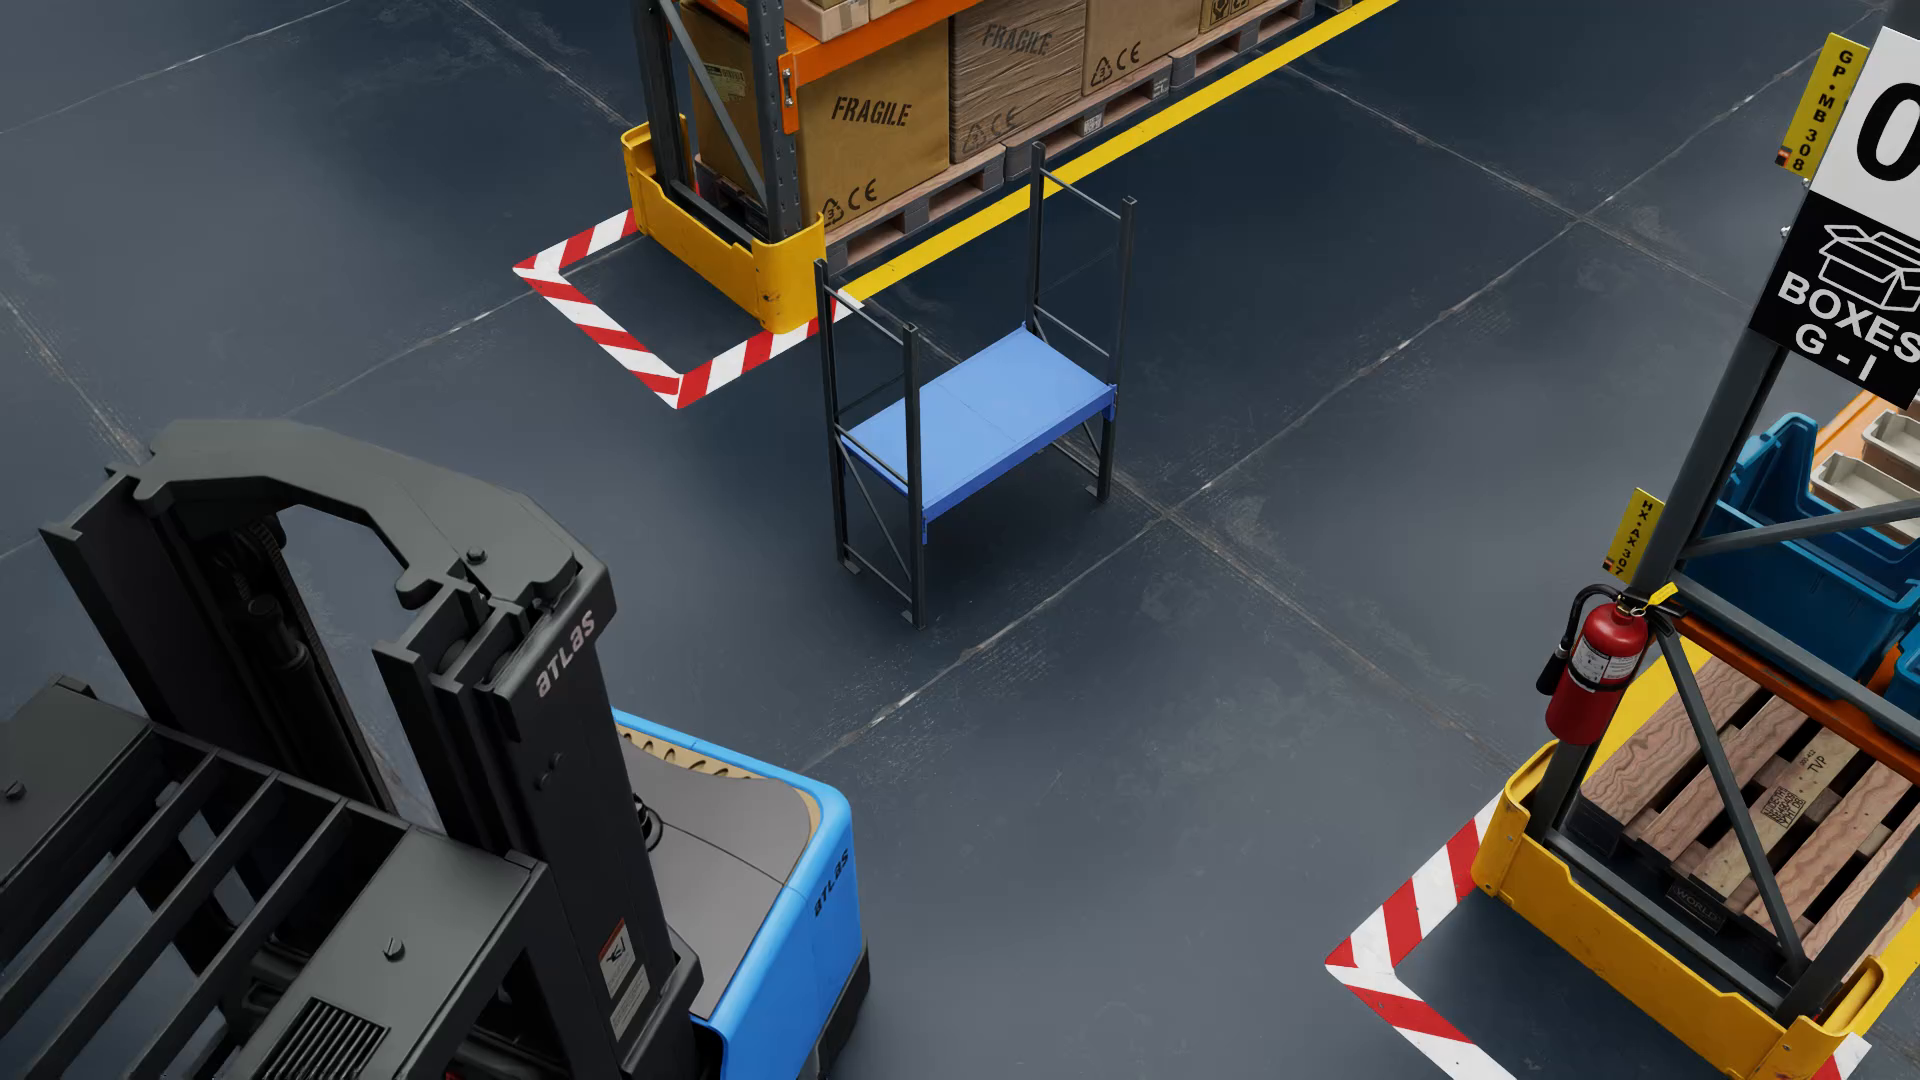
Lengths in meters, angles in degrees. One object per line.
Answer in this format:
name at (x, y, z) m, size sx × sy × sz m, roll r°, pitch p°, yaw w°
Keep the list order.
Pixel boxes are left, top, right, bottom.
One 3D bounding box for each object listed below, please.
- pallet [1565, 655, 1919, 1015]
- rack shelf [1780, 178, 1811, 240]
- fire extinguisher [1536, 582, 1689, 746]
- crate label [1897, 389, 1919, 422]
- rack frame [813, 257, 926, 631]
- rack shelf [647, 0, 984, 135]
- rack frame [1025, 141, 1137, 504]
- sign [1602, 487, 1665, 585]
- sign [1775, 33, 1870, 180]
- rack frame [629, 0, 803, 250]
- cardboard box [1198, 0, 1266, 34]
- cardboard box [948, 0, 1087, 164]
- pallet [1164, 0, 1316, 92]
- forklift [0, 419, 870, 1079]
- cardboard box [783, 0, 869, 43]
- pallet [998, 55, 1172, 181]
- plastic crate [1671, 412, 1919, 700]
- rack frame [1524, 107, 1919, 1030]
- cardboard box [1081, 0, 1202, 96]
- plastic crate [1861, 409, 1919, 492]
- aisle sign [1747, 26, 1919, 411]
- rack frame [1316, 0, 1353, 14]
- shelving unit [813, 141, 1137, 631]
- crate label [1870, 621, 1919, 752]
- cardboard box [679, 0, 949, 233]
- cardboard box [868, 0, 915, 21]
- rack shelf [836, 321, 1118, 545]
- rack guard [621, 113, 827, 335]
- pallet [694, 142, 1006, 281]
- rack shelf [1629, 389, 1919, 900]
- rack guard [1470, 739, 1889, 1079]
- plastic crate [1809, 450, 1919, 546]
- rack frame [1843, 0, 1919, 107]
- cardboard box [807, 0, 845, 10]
pallet at (2.886, 0.900, 5.776) m, size 1.213 × 0.211 × 1.003 m, roll -34°, pitch 56°, yaw -27°
rack shelf at (3.729, -1.421, 4.469) m, size 4.000 × 0.370 × 1.077 m, roll -34°, pitch 56°, yaw -27°
fire extinguisher at (1.832, 0.321, 4.719) m, size 0.183 × 0.674 × 0.296 m, roll -34°, pitch 56°, yaw -27°
crate label at (3.145, -0.378, 5.197) m, size 0.243 × 0.136 × 0.396 m, roll -34°, pitch 56°, yaw -27°
rack frame at (-0.313, -0.299, 6.006) m, size 0.032 × 1.500 × 0.500 m, roll -34°, pitch 56°, yaw -27°
rack shelf at (0.397, -3.097, 8.057) m, size 4.000 × 0.370 × 1.077 m, roll -34°, pitch 56°, yaw -27°
rack frame at (0.439, -0.802, 6.470) m, size 0.032 × 1.500 × 0.500 m, roll -34°, pitch 56°, yaw -27°
sign at (1.868, -0.006, 4.603) m, size 0.005 × 0.325 × 0.100 m, roll -34°, pitch 56°, yaw -27°
sign at (1.868, -0.932, 3.599) m, size 0.005 × 0.325 × 0.100 m, roll -34°, pitch 56°, yaw -27°
rack frame at (-1.082, -2.353, 6.880) m, size 0.127 × 3.000 × 1.000 m, roll -34°, pitch 56°, yaw -27°
cardboard box at (1.335, -3.469, 9.070) m, size 0.875 × 0.875 × 0.875 m, roll -34°, pitch 56°, yaw -27°
cardboard box at (0.011, -2.584, 8.254) m, size 0.875 × 0.875 × 0.875 m, roll -34°, pitch 56°, yaw -27°
pallet at (1.262, -3.051, 9.422) m, size 1.213 × 0.211 × 1.003 m, roll -34°, pitch 56°, yaw -27°
forklift at (-1.324, 1.305, 3.551) m, size 1.130 × 2.935 × 3.031 m, roll 17°, pitch 50°, yaw 15°
cardboard box at (-0.598, -2.263, 6.968) m, size 0.250 × 0.149 × 0.380 m, roll -33°, pitch 55°, yaw -27°
pallet at (0.359, -2.445, 8.862) m, size 1.213 × 0.211 × 1.003 m, roll -34°, pitch 56°, yaw -27°
plastic crate at (2.372, 0.041, 4.606) m, size 0.499 × 0.435 × 0.616 m, roll -34°, pitch 56°, yaw -27°
rack frame at (2.250, 0.341, 4.395) m, size 0.127 × 3.000 × 1.000 m, roll -34°, pitch 56°, yaw -27°
cardboard box at (0.669, -3.024, 8.660) m, size 0.875 × 0.875 × 0.875 m, roll -34°, pitch 56°, yaw -27°
plastic crate at (2.955, -0.227, 5.057) m, size 0.243 × 0.136 × 0.396 m, roll -34°, pitch 56°, yaw -27°
aisle sign at (1.999, -0.665, 3.553) m, size 0.004 × 0.787 × 0.394 m, roll -34°, pitch 56°, yaw -27°
rack frame at (1.877, -4.330, 8.705) m, size 0.127 × 3.000 × 1.000 m, roll -34°, pitch 56°, yaw -27°
shelving unit at (0.063, -0.551, 6.238) m, size 1.048 × 1.500 × 0.538 m, roll -34°, pitch 56°, yaw -27°
crate label at (2.654, 0.434, 4.382) m, size 0.303 × 0.233 × 0.416 m, roll -34°, pitch 56°, yaw -27°
cardboard box at (-0.663, -2.134, 7.838) m, size 0.875 × 0.875 × 0.875 m, roll -34°, pitch 56°, yaw -27°
cardboard box at (-0.409, -2.391, 7.086) m, size 0.250 × 0.149 × 0.380 m, roll -35°, pitch 56°, yaw -28°
rack shelf at (0.063, -0.429, 6.370) m, size 1.000 × 0.185 × 0.538 m, roll -34°, pitch 56°, yaw -27°
rack guard at (-1.100, -1.493, 7.787) m, size 0.348 × 0.500 × 1.175 m, roll -34°, pitch 56°, yaw -27°
pallet at (-0.543, -1.845, 8.309) m, size 1.213 × 0.211 × 1.003 m, roll -34°, pitch 56°, yaw -27°
rack shelf at (3.729, -0.404, 5.571) m, size 4.000 × 0.370 × 1.077 m, roll -34°, pitch 56°, yaw -27°
rack guard at (2.241, 1.207, 5.296) m, size 0.348 × 0.500 × 1.175 m, roll -34°, pitch 56°, yaw -27°
plastic crate at (2.731, -0.092, 4.932) m, size 0.243 × 0.136 × 0.396 m, roll -34°, pitch 56°, yaw -27°
rack frame at (2.250, -1.694, 2.190) m, size 0.127 × 3.000 × 1.000 m, roll -34°, pitch 56°, yaw -27°
cardboard box at (-0.546, -2.493, 6.909) m, size 0.500 × 0.250 × 0.500 m, roll -35°, pitch 56°, yaw -28°
